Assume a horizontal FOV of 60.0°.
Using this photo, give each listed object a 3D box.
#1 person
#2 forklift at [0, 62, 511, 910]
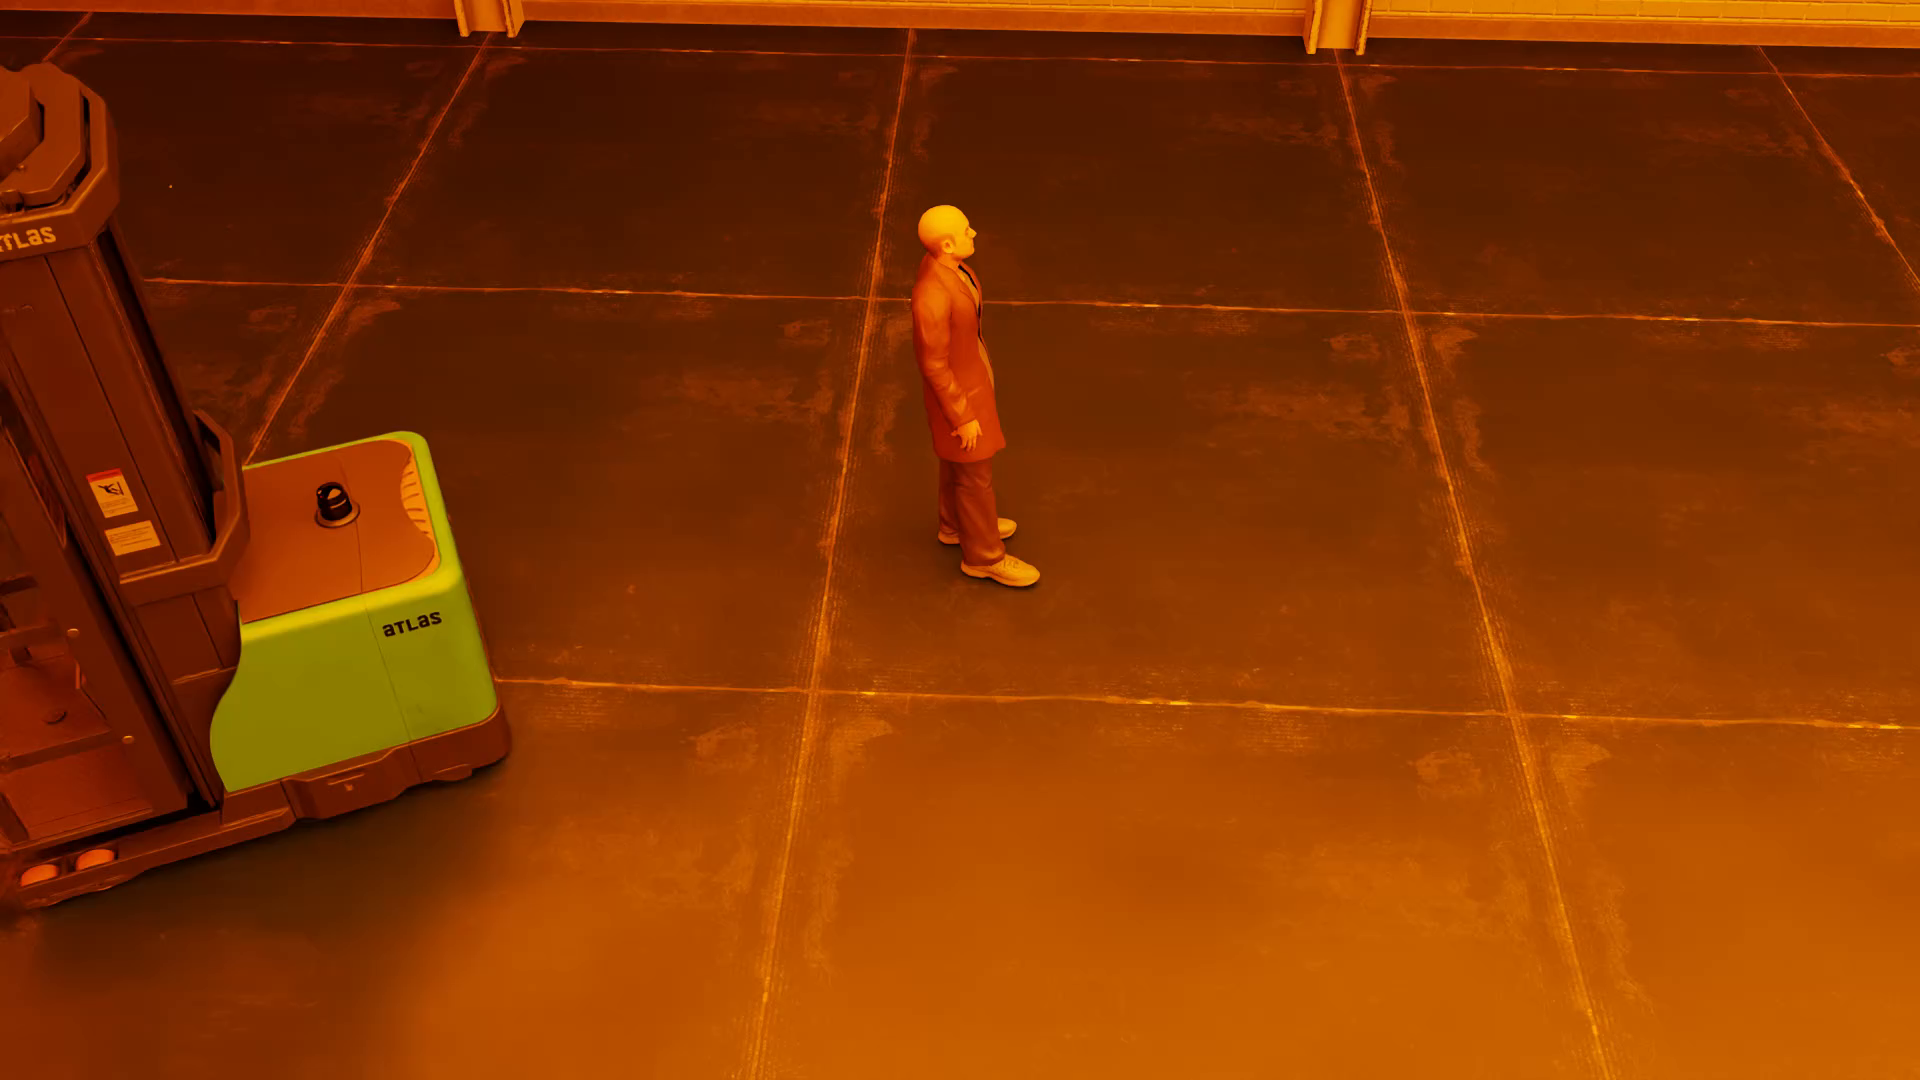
[{"bbox_3d":[0.092,-0.657,7.306,0.579,1.778,0.696,2,42,2],"label":"person"},{"bbox_3d":[-3.426,-0.085,5.835,3.031,2.935,1.130,-15,45,-16],"label":"forklift"}]
